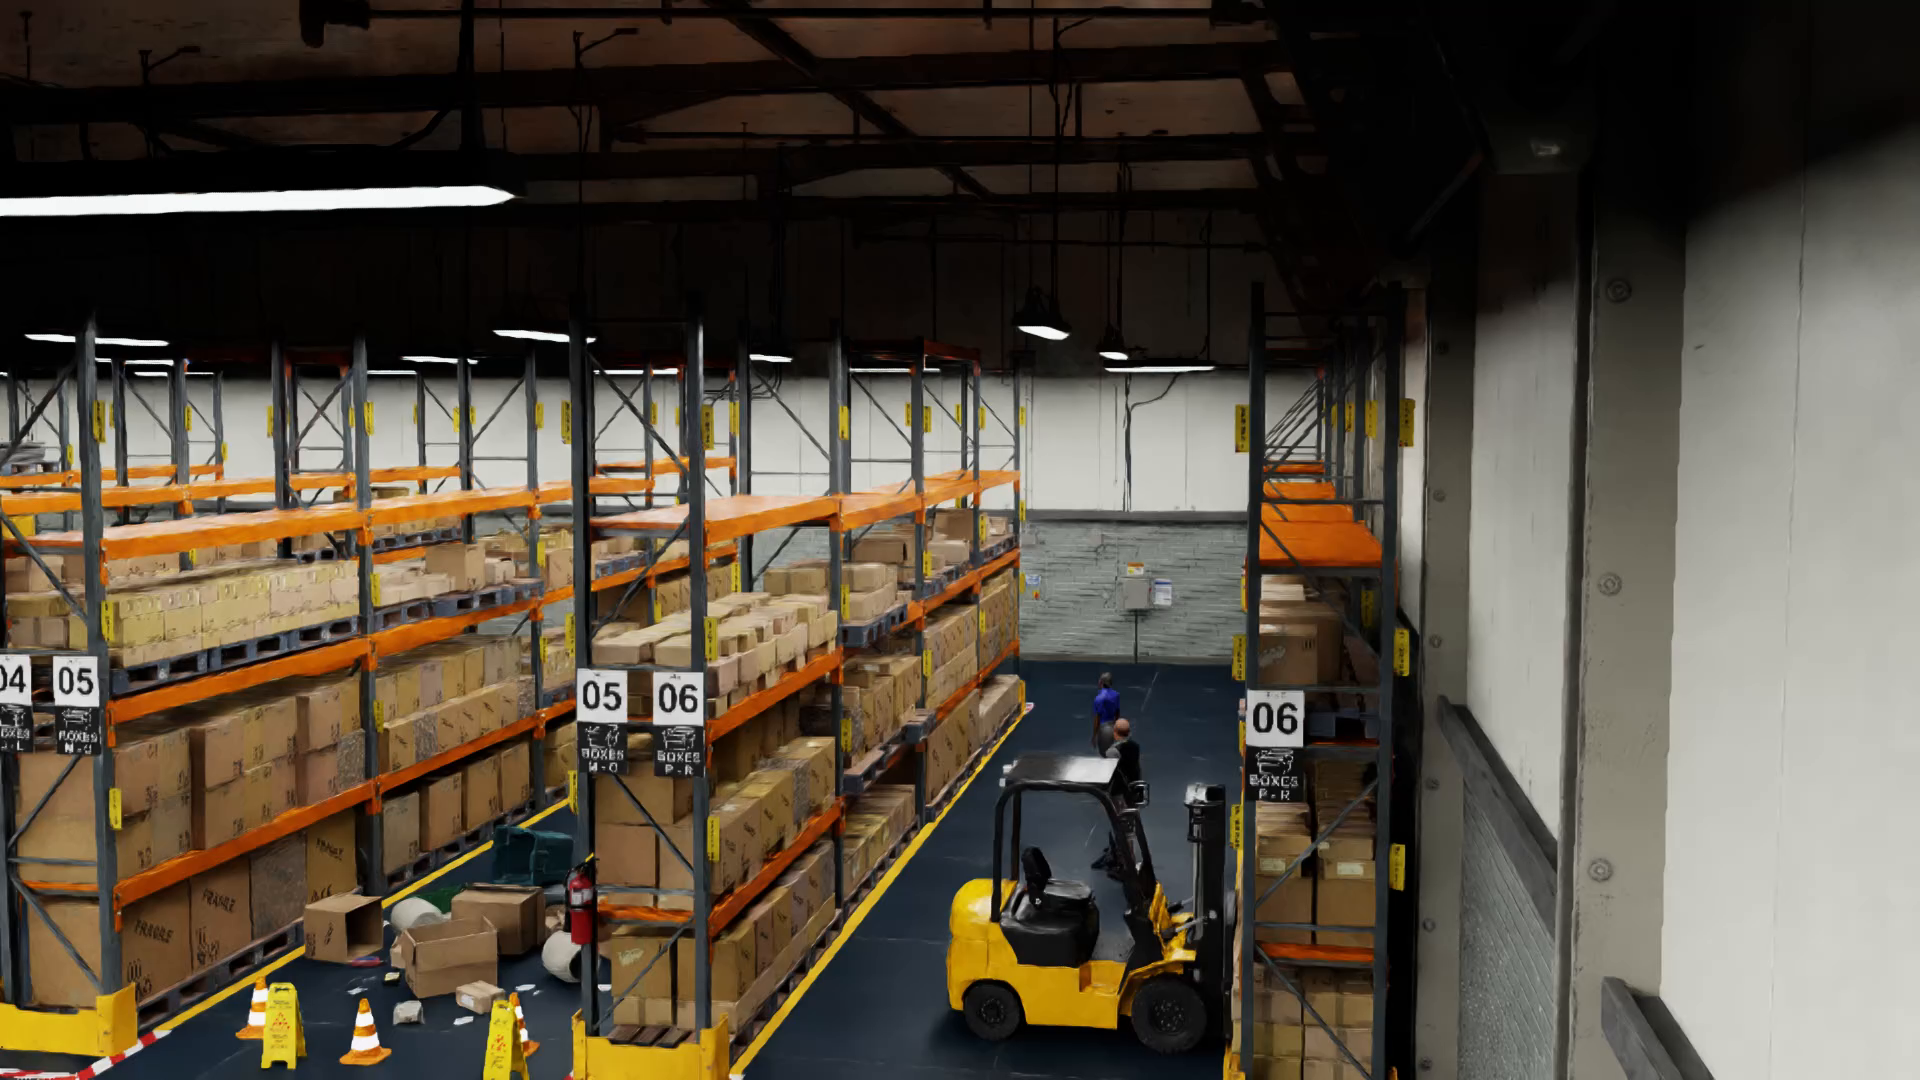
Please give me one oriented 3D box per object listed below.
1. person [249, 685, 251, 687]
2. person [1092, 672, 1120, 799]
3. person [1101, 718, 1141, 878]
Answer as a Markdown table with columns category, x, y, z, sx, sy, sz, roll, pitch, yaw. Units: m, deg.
| category | x | y | z | sx | sy | sz | roll | pitch | yaw |
| --- | --- | --- | --- | --- | --- | --- | --- | --- | --- |
| person | -8.964 | 2.586 | 21.295 | 0.591 | 1.699 | 1.197 | 1 | 5 | 8 |
| person | 1.919 | 2.558 | 21.998 | 0.561 | 1.651 | 0.588 | 3 | 6 | 36 |
| person | 1.758 | 2.822 | 18.360 | 0.575 | 1.707 | 0.634 | 3 | 6 | 37 |
